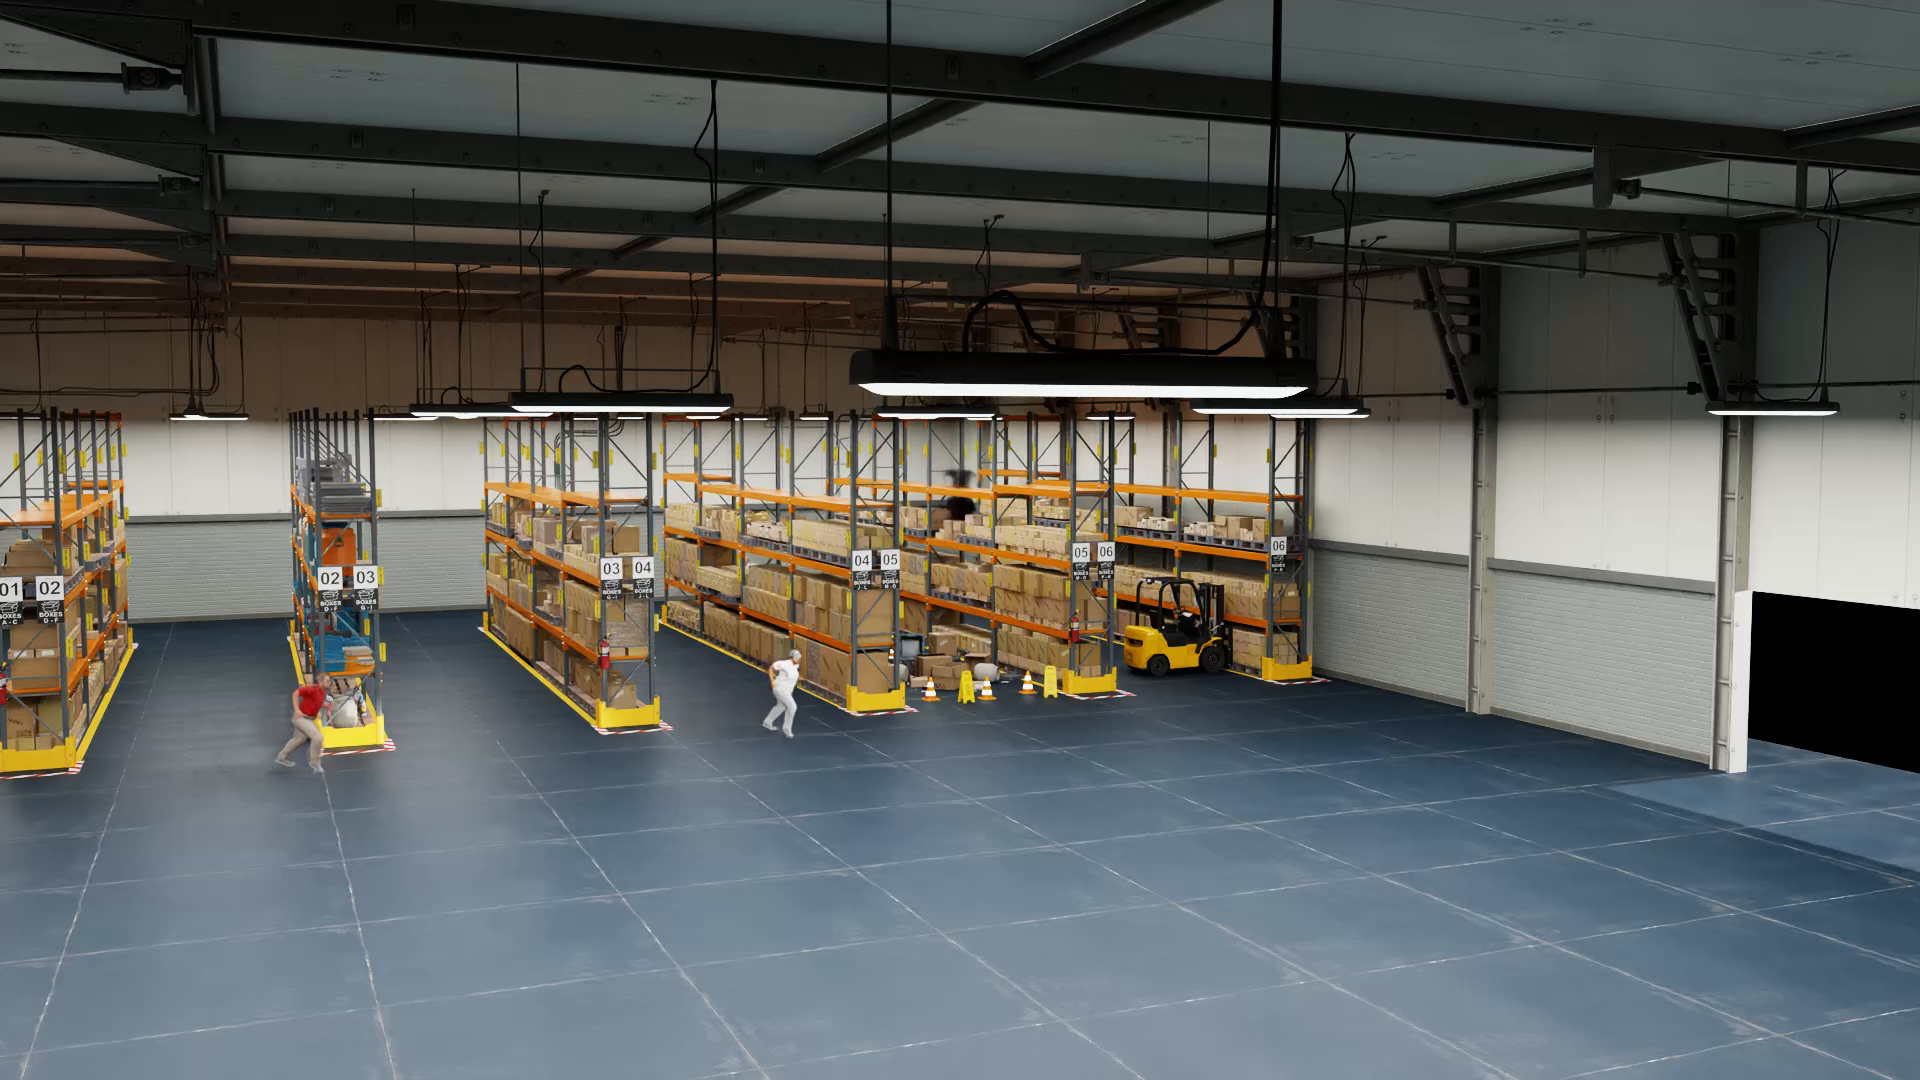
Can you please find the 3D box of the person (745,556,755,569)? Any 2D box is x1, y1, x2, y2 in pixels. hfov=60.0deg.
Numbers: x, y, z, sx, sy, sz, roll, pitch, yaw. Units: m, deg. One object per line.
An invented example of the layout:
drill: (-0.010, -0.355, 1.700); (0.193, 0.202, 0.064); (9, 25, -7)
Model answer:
person: (-6.268, 1.343, 50.036); (1.036, 1.750, 0.695); (-3, 5, -37)

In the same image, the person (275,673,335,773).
person: (-10.771, 3.033, 27.302); (0.987, 1.697, 0.712); (0, 4, 4)

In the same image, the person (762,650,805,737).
person: (-3.261, 2.818, 30.528); (0.909, 1.658, 0.636); (2, 5, 27)
